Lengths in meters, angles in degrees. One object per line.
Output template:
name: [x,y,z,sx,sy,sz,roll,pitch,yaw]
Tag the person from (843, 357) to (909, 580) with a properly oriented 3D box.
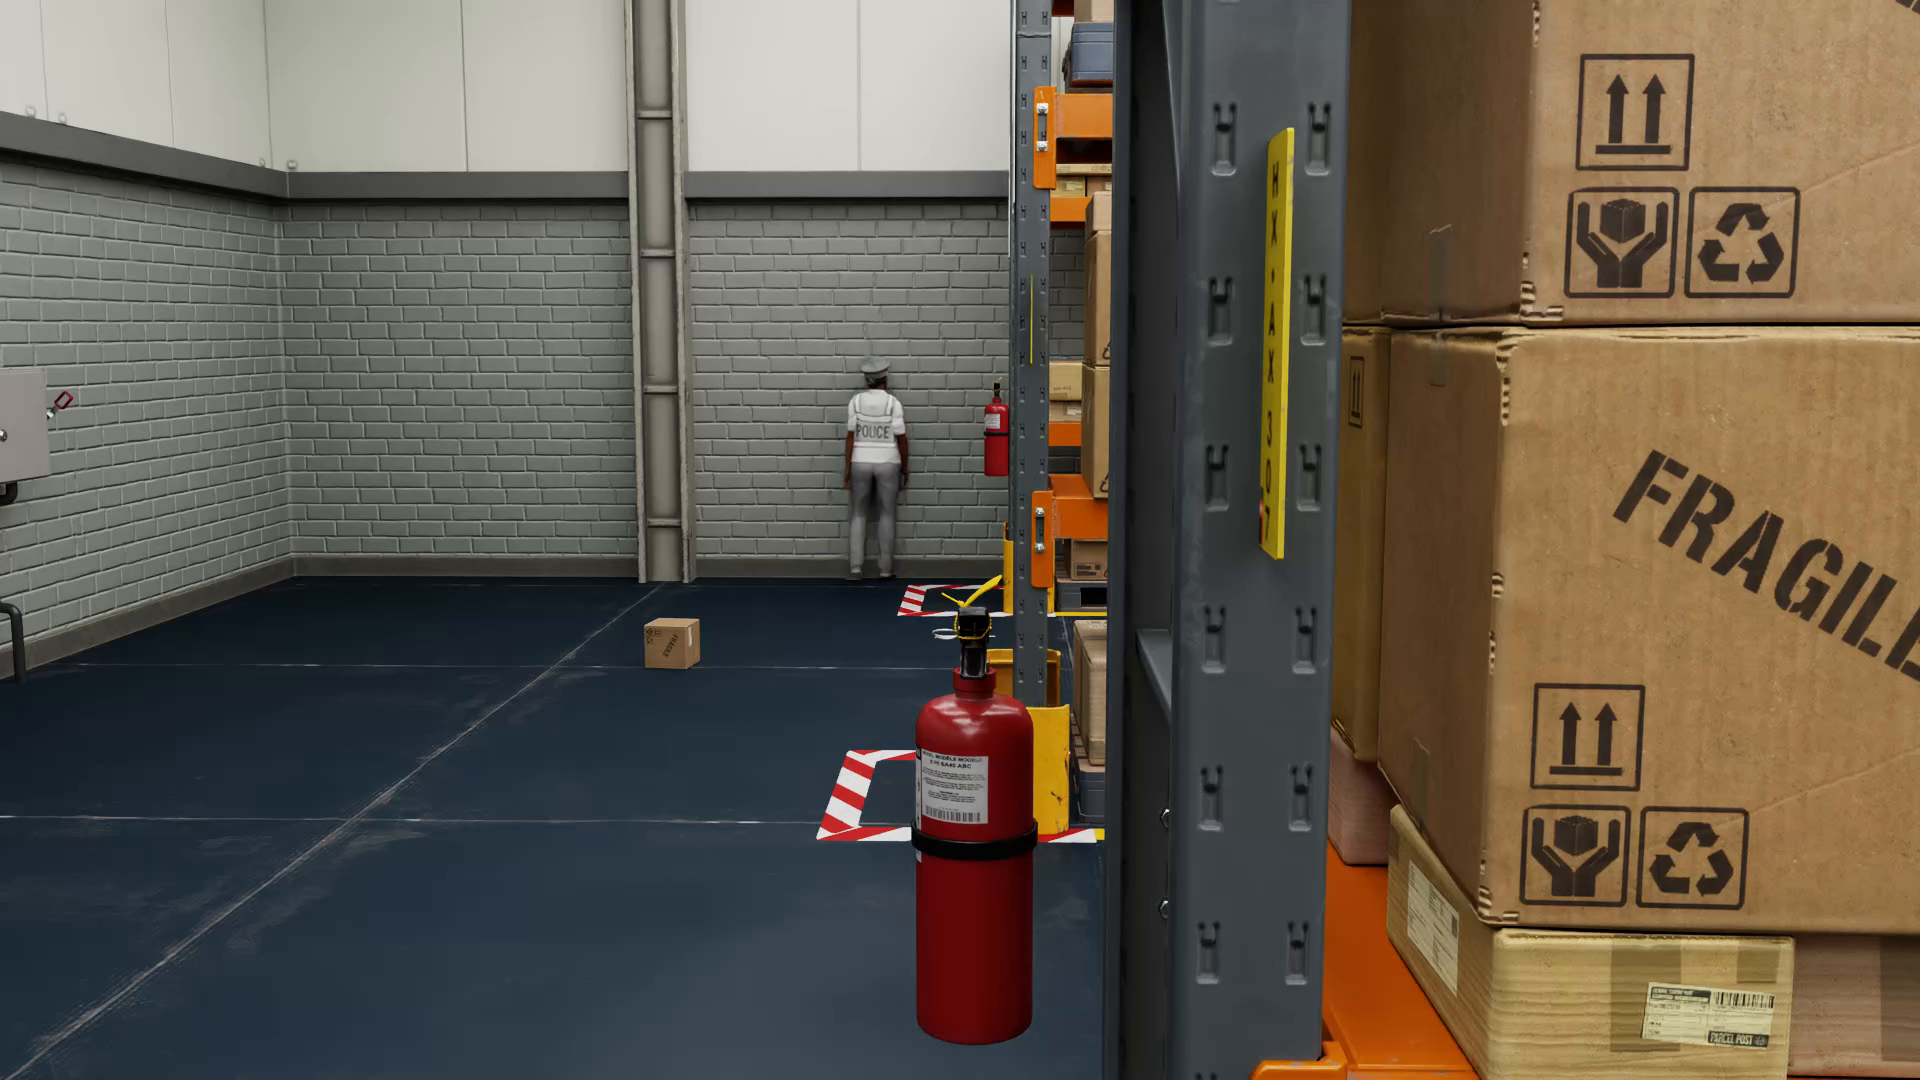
person: [-0.637,-0.517,12.741,0.497,1.763,0.422,1,7,7]
